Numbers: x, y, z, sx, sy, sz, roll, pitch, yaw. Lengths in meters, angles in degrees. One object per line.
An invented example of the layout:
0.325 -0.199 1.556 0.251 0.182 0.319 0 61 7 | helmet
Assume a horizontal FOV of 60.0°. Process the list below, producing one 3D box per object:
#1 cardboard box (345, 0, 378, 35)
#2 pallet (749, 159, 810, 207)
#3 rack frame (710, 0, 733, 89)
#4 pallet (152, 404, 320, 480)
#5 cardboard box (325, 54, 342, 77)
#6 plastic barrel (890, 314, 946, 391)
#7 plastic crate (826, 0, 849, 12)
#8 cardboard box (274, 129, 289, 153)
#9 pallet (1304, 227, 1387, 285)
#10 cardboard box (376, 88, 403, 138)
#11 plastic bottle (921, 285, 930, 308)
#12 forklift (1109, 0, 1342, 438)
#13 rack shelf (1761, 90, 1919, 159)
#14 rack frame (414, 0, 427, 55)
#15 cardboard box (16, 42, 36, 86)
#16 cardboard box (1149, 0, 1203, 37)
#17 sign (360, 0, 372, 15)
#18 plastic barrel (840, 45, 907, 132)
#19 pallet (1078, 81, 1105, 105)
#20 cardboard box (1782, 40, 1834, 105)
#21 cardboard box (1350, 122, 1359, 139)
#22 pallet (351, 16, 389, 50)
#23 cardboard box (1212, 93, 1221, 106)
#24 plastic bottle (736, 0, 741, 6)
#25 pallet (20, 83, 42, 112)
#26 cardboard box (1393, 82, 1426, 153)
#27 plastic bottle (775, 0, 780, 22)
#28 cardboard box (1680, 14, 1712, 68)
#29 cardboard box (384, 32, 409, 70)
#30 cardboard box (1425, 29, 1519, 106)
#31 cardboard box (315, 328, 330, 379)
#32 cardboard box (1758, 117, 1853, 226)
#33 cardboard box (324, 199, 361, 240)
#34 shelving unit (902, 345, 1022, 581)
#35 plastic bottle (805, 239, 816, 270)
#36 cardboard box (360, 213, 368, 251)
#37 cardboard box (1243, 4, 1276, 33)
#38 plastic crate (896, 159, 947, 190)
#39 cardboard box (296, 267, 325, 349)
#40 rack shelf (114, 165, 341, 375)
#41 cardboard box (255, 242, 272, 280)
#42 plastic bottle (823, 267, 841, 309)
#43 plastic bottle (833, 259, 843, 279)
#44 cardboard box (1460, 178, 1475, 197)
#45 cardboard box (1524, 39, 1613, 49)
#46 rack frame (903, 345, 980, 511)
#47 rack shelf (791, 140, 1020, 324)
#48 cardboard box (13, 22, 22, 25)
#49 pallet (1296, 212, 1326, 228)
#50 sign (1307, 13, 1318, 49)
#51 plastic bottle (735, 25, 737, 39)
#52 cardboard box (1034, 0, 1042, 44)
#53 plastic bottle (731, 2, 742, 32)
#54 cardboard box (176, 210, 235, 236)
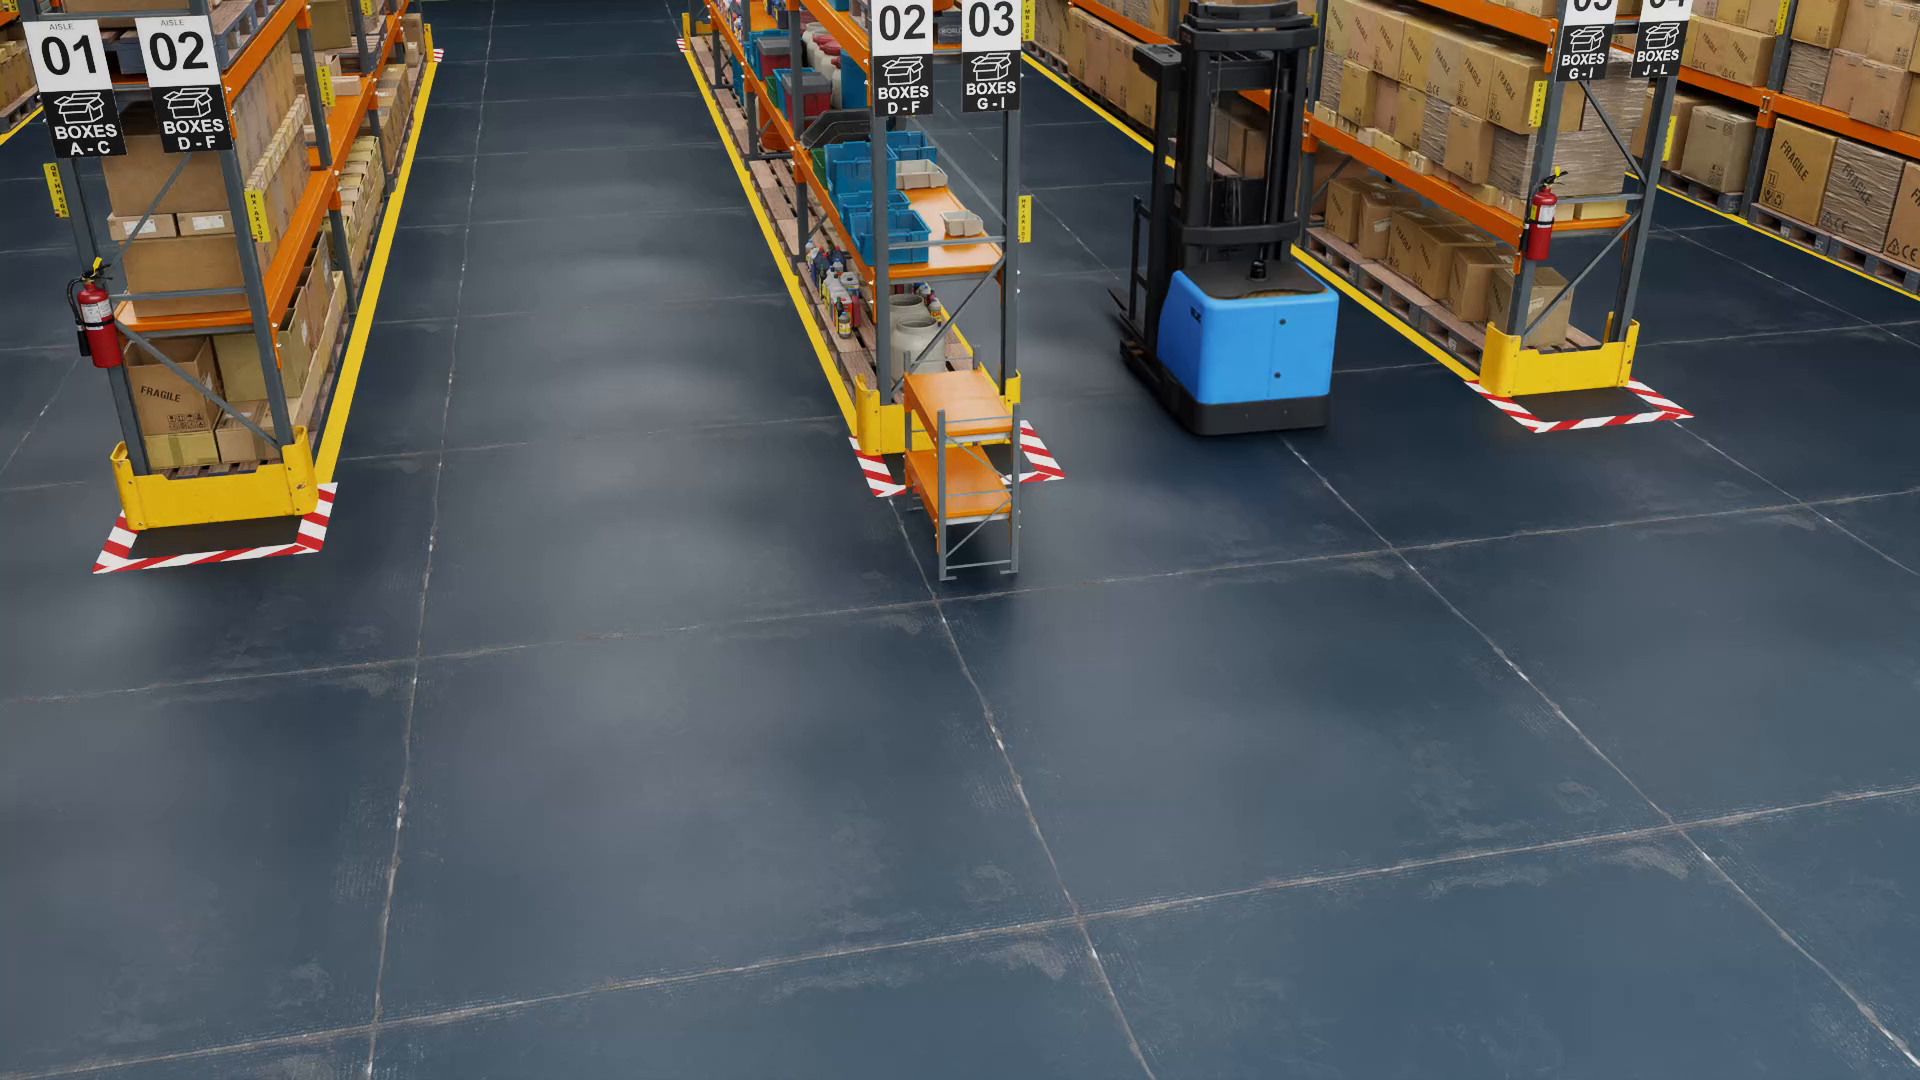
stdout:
-6.998 -5.972 18.676 0.700 0.500 0.500 -1 27 -2 | cardboard box
-1.763 -3.967 18.375 1.003 0.211 1.213 -6 27 -12 | pallet
-2.801 -7.312 21.907 1.000 3.000 0.127 -6 27 -12 | rack frame
-5.137 -0.629 11.762 1.003 0.211 1.213 -6 27 -12 | pallet
-6.687 -4.850 17.130 0.500 0.311 0.500 -4 27 -8 | cardboard box
-0.319 -1.402 12.493 0.421 0.512 0.421 0 27 0 | plastic barrel
-0.820 -4.182 12.396 0.392 0.384 0.575 -6 27 -12 | plastic crate
-5.270 -2.977 12.489 0.380 0.149 0.250 -5 27 -10 | cardboard box
4.013 -2.766 15.997 1.003 0.211 1.213 -6 27 -12 | pallet
-6.905 -5.042 19.697 0.500 0.500 0.500 -7 28 -13 | cardboard box
-0.279 -2.000 13.923 0.097 0.271 0.097 0 27 0 | plastic bottle
1.944 -2.692 12.831 1.130 2.935 3.031 -5 27 -10 | forklift
9.133 -3.563 15.278 1.077 0.370 4.000 -6 27 -12 | rack shelf
-8.529 -8.566 24.393 1.000 3.000 0.127 -6 27 -12 | rack frame
-12.873 -6.396 22.400 0.700 0.500 0.500 -7 28 -13 | cardboard box
2.573 -6.295 19.781 0.500 0.500 0.500 -5 27 -10 | cardboard box
-6.186 -5.629 17.288 0.100 0.325 0.005 -6 27 -12 | sign
-0.790 -4.224 15.233 0.600 0.901 0.708 -6 27 -12 | plastic barrel
2.272 -6.239 22.876 1.003 0.211 1.213 -6 27 -12 | pallet
8.777 -4.668 16.503 0.875 0.550 0.550 -6 27 -12 | cardboard box
3.775 -3.739 15.107 0.380 0.149 0.250 -6 27 -12 | cardboard box
-7.169 -5.822 19.168 1.003 0.211 1.213 -6 27 -12 | pallet
3.106 -5.183 19.143 0.500 0.250 0.500 -5 27 -9 | cardboard box
-2.711 -6.623 20.681 0.152 0.276 0.135 -6 27 -12 | plastic bottle
-12.827 -5.939 22.283 1.003 0.211 1.213 -6 27 -12 | pallet
4.230 -3.620 14.152 0.875 0.500 0.500 -6 27 -12 | cardboard box
-2.236 -6.550 20.542 0.097 0.271 0.097 0 27 0 | plastic bottle
8.077 -5.452 18.112 0.500 0.500 0.500 -6 27 -11 | cardboard box
-8.056 -6.716 23.010 0.797 0.503 0.637 -6 27 -12 | cardboard box
4.136 -3.825 13.449 0.500 0.500 0.500 -6 27 -12 | cardboard box
-5.164 -1.419 12.818 0.500 0.250 0.500 -6 27 -12 | cardboard box
8.756 -3.718 16.678 0.875 0.875 0.875 -6 27 -11 | cardboard box
-5.783 -2.936 15.200 0.500 0.311 0.500 -6 27 -12 | cardboard box
-0.002 -0.505 10.502 0.538 1.125 1.048 -6 27 -12 | shelving unit
-1.353 -2.594 15.099 0.097 0.271 0.097 0 27 0 | plastic bottle
-5.908 -2.912 15.776 0.500 0.250 0.500 -7 28 -13 | cardboard box
3.347 -5.288 17.317 0.797 0.503 0.637 -3 27 -6 | cardboard box
-0.385 -2.995 13.647 0.530 0.136 0.437 -6 27 -12 | plastic crate
-5.163 -1.754 12.649 0.500 0.500 0.500 -6 27 -12 | cardboard box
-5.374 -2.099 12.378 1.077 0.370 4.000 -6 27 -12 | rack shelf
-5.139 -2.023 11.318 0.700 0.500 0.500 -5 27 -10 | cardboard box
-1.082 -2.147 14.127 0.144 0.351 0.185 -6 27 -12 | plastic bottle
-1.070 -2.330 14.577 0.097 0.271 0.097 0 27 0 | plastic bottle
4.260 -2.864 13.374 0.380 0.149 0.250 -6 27 -12 | cardboard box
4.765 -3.660 13.121 0.500 0.500 0.500 -6 27 -12 | cardboard box
-0.116 -0.728 10.945 0.500 1.125 0.032 -6 27 -12 | rack frame
-0.547 -2.600 13.371 1.077 0.370 4.000 -6 27 -12 | rack shelf
-12.893 -7.088 23.052 0.380 0.149 0.250 -6 27 -12 | cardboard box
3.651 -3.399 17.251 1.003 0.211 1.213 -6 27 -12 | pallet
3.288 -4.761 15.570 0.100 0.325 0.005 -6 27 -12 | sign
-2.576 -5.969 19.467 0.097 0.201 0.097 0 27 0 | plastic bottle
1.550 -8.137 25.435 0.875 0.875 0.875 -6 27 -12 | cardboard box
-2.659 -6.244 19.846 0.144 0.351 0.185 -6 27 -12 | plastic bottle
-4.802 -2.071 10.692 0.380 0.149 0.250 -6 27 -12 | cardboard box
